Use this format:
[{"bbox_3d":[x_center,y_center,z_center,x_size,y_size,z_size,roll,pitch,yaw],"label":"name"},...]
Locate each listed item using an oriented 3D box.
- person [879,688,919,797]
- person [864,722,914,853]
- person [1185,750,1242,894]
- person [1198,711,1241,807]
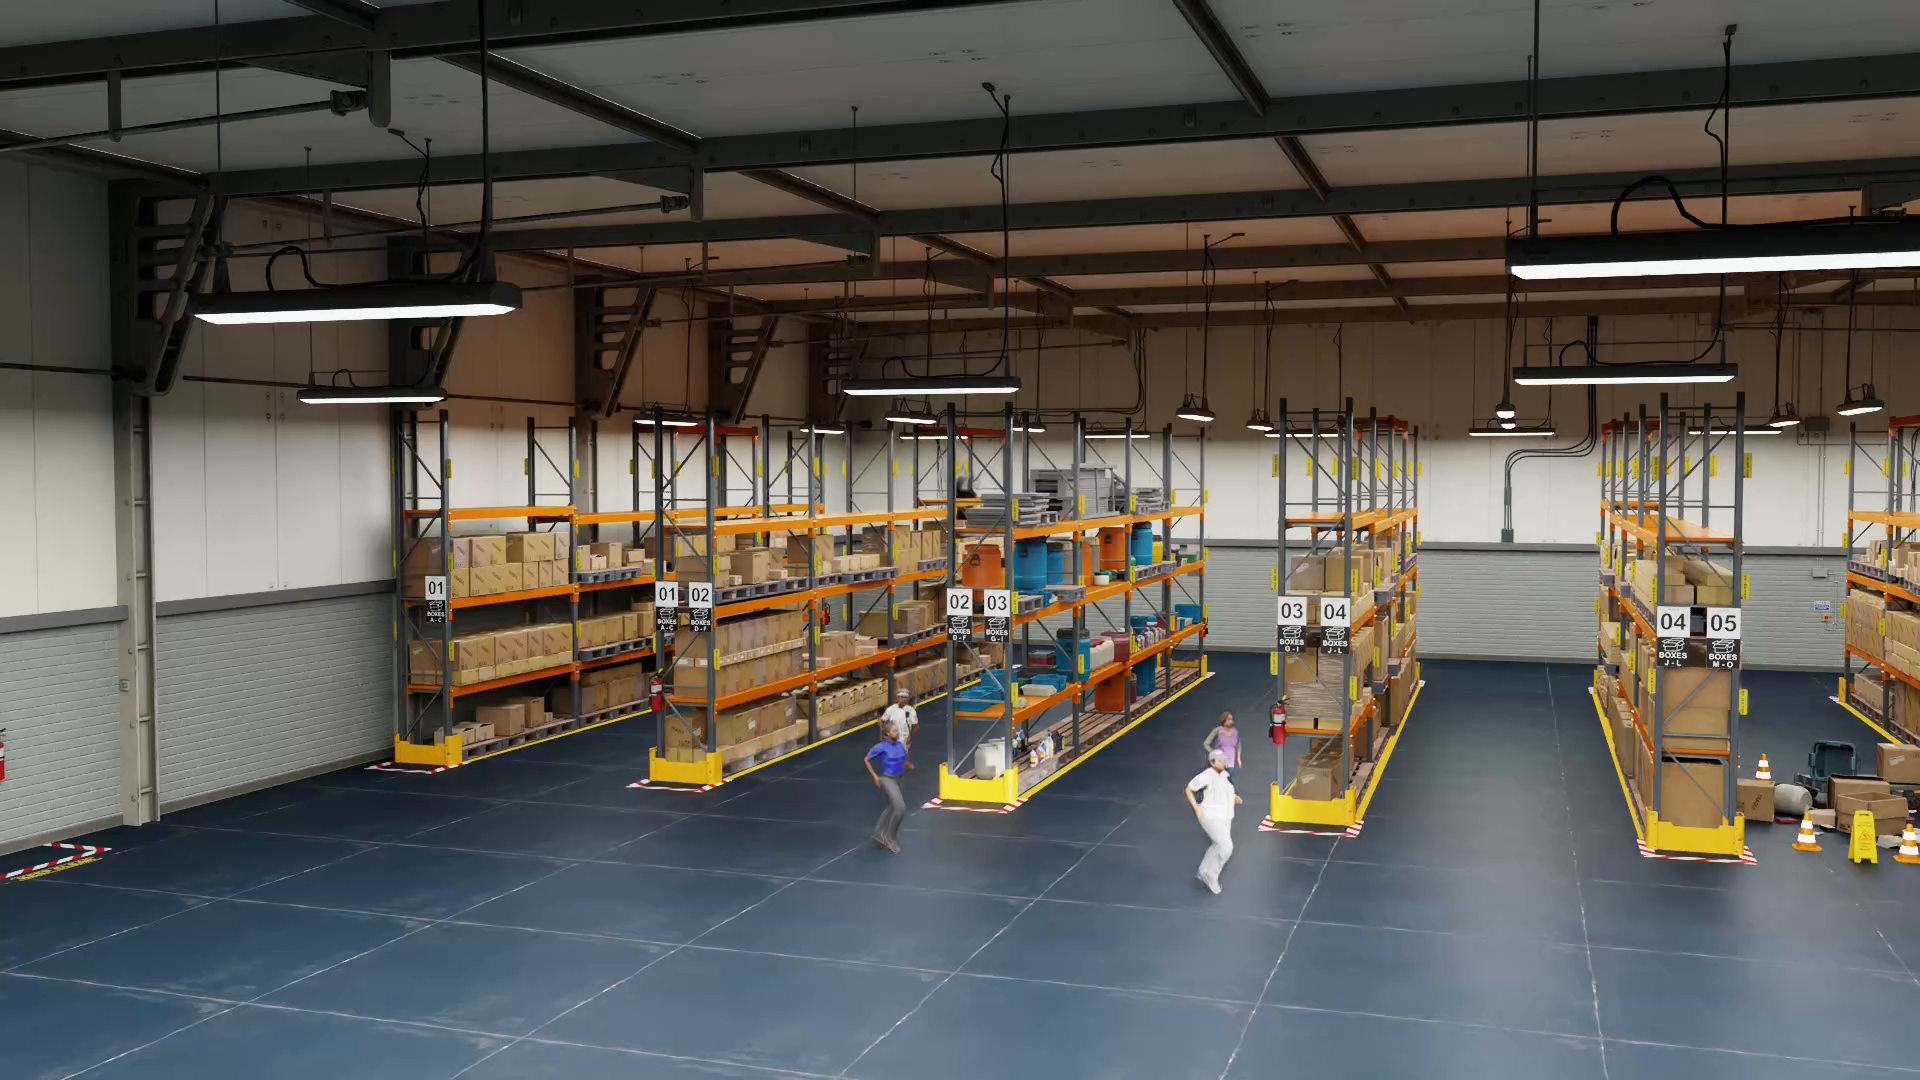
[{"bbox_3d":[-0.945,3.095,25.591,0.615,1.651,0.614,0,2,2],"label":"person"},{"bbox_3d":[-0.892,3.251,21.839,0.724,1.687,0.541,2,3,34],"label":"person"},{"bbox_3d":[3.052,3.332,19.725,0.578,1.689,0.692,-2,3,-45],"label":"person"},{"bbox_3d":[3.718,3.199,23.422,0.604,1.568,0.850,0,2,-8],"label":"person"}]
